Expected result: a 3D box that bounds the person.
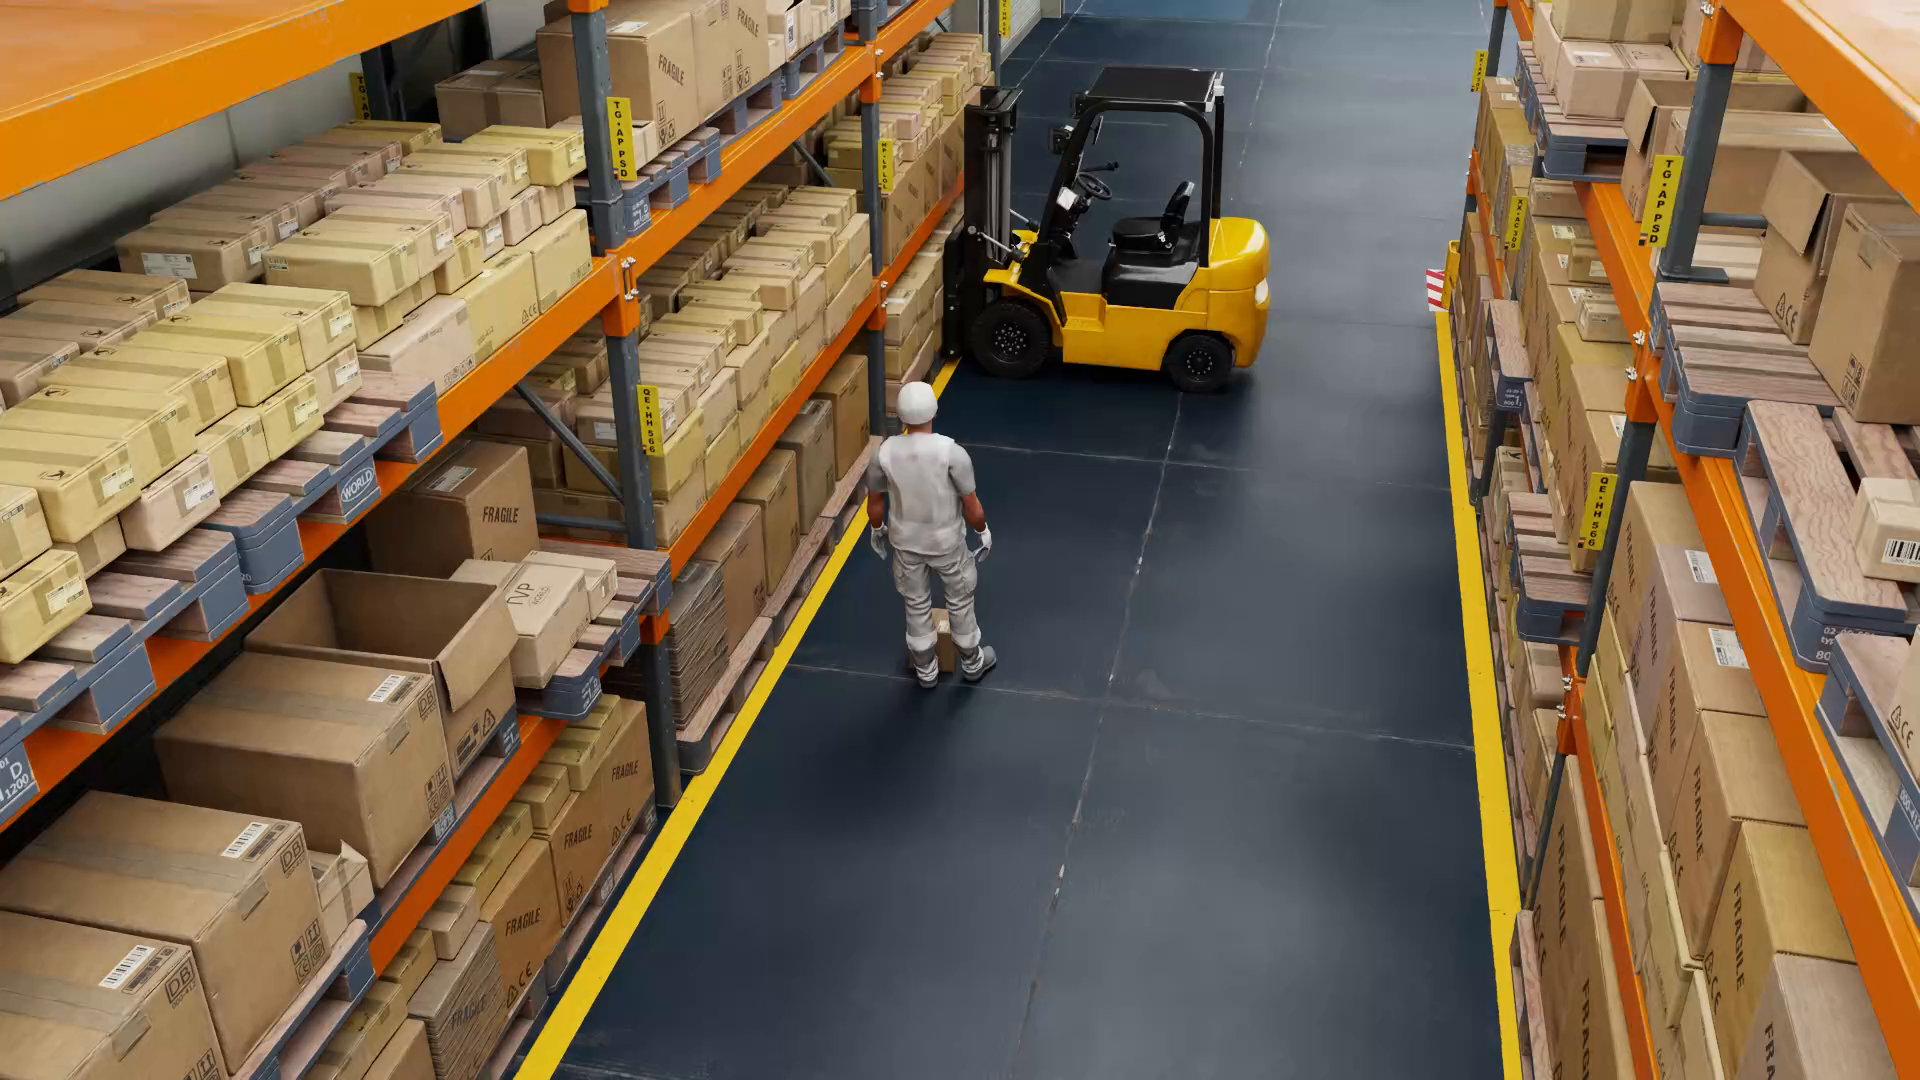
[{"bbox_3d":[-0.142,-0.041,8.654,0.638,1.788,0.563,6,29,11],"label":"person"}]
